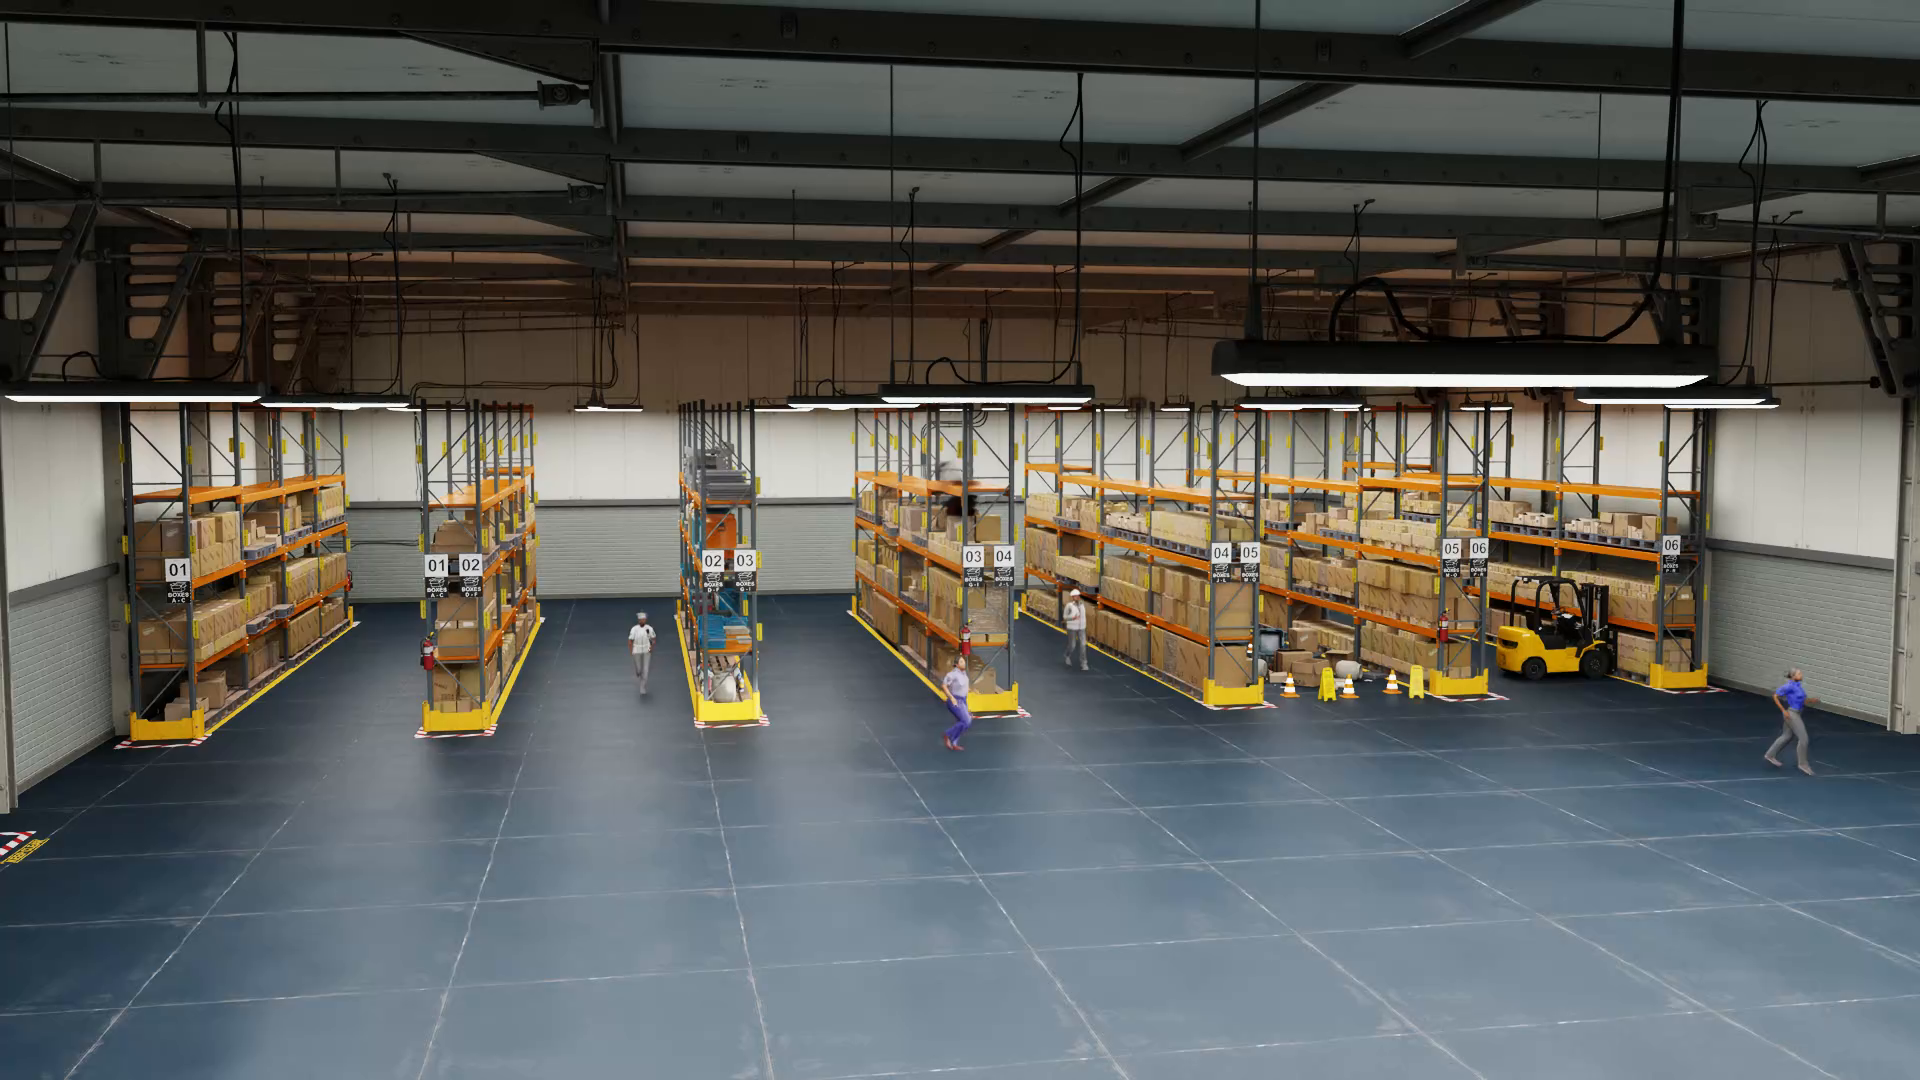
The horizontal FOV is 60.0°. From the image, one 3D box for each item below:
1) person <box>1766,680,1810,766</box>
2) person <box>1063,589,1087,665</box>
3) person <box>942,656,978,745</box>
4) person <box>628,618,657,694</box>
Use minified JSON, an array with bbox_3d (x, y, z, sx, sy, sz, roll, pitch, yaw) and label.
[{"bbox_3d":[13.298,2.904,26.664,0.682,1.344,0.517,3,5,37],"label":"person"},{"bbox_3d":[2.605,1.950,37.380,0.497,1.690,0.817,-2,5,-23],"label":"person"},{"bbox_3d":[0.029,2.744,28.359,0.524,1.539,0.591,2,5,21],"label":"person"},{"bbox_3d":[-6.562,2.338,34.396,0.583,1.618,0.593,-1,4,-11],"label":"person"}]
